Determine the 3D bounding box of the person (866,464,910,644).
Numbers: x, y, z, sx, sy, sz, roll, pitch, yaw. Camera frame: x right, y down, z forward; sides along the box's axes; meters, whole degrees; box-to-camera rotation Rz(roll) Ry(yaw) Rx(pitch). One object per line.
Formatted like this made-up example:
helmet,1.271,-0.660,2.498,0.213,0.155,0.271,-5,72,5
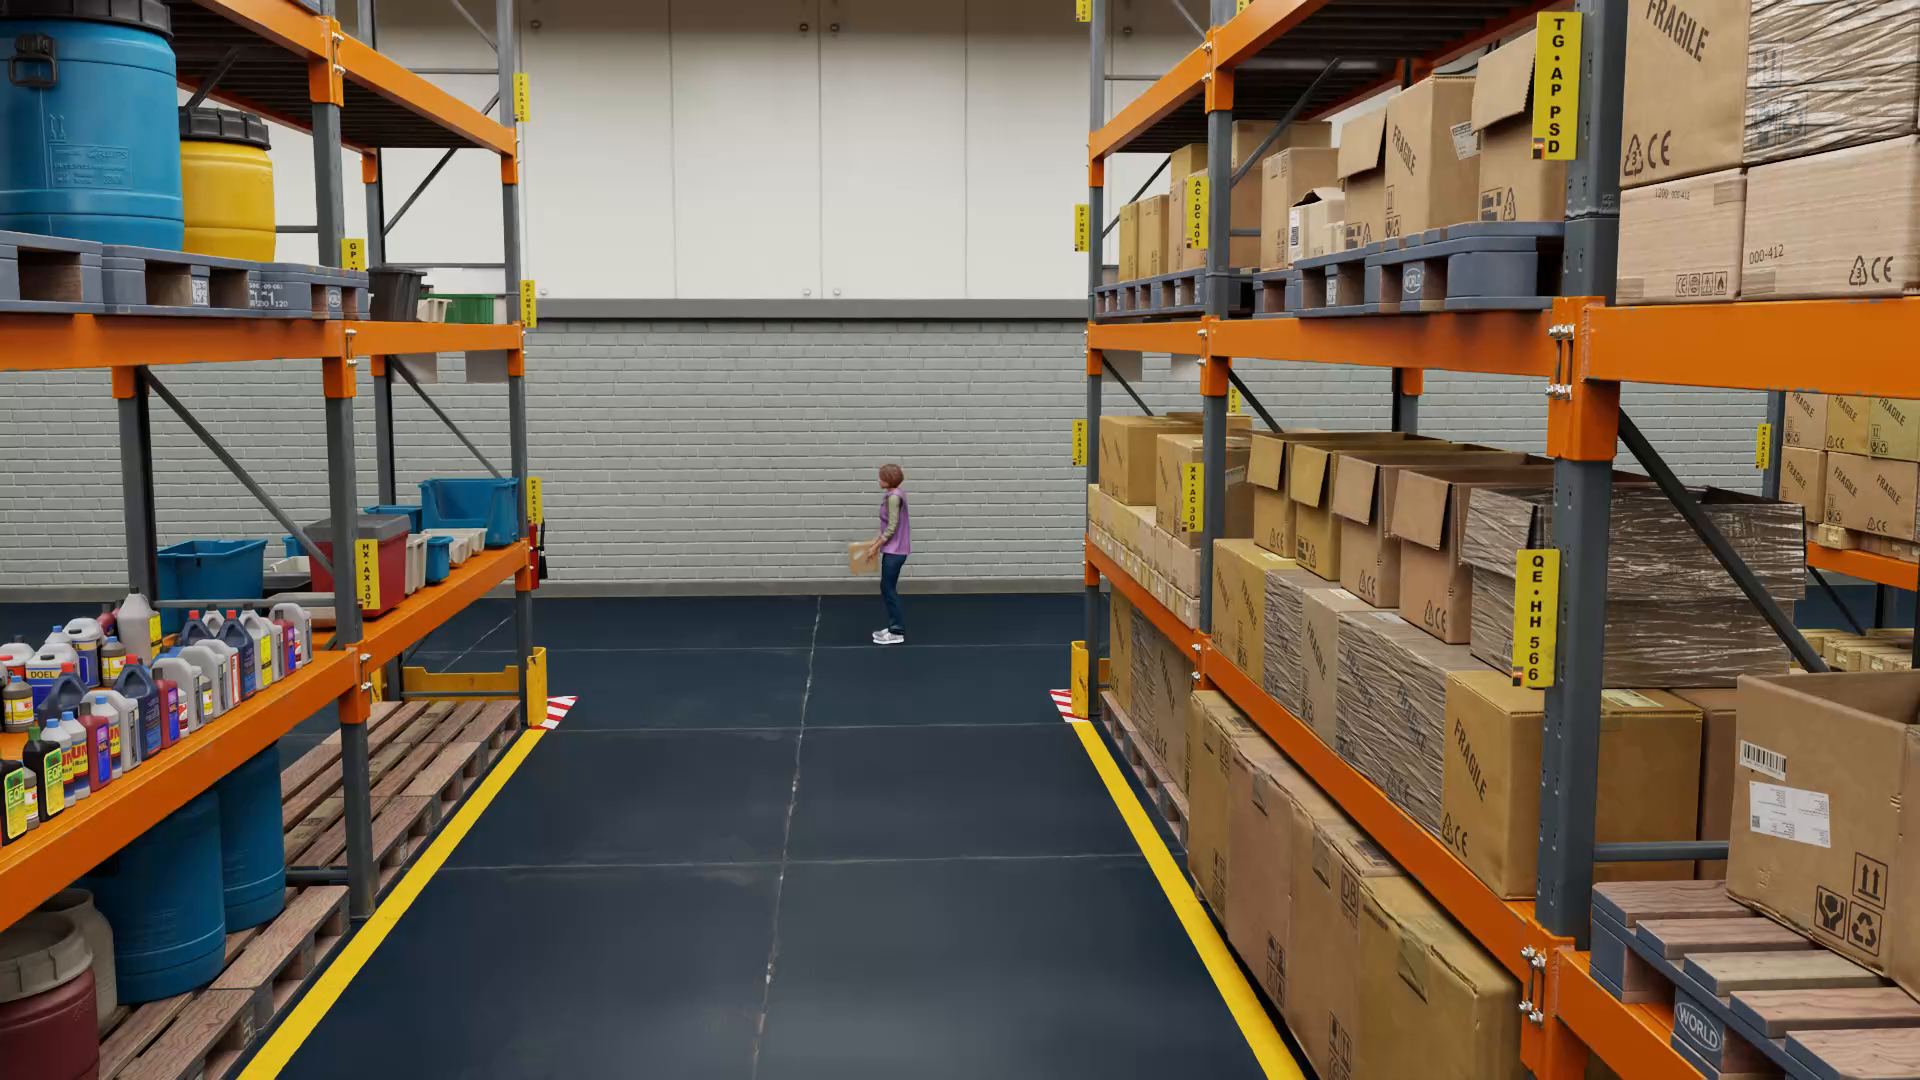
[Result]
person,-0.644,0.116,14.827,0.397,1.603,0.444,-1,7,-5
